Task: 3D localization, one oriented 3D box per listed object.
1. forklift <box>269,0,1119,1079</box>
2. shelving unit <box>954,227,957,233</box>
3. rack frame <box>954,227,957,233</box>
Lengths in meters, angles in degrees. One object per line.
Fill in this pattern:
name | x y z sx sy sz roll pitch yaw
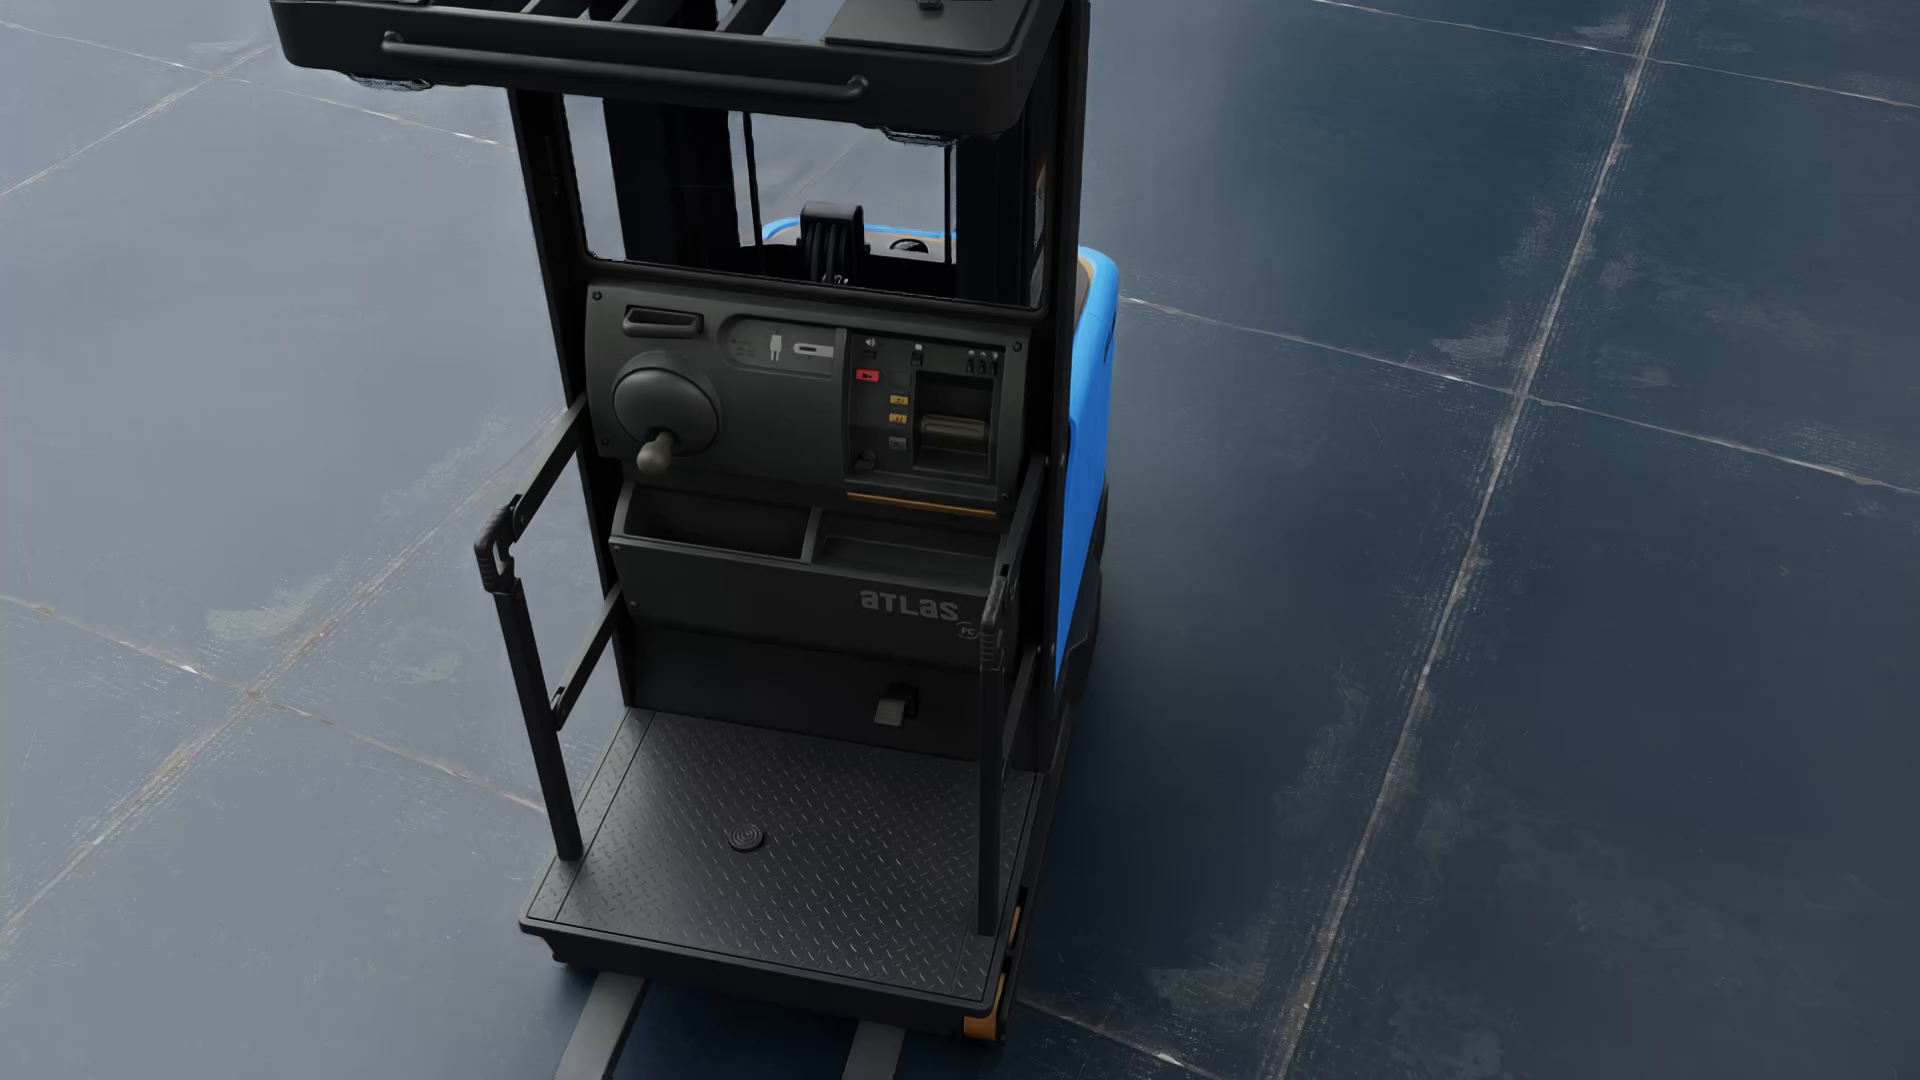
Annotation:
forklift | -0.366 -0.212 3.257 1.130 2.935 3.031 8 42 9
shelving unit | 0.063 -0.499 5.138 0.210 0.900 0.258 8 41 9
rack frame | -0.036 -0.513 5.154 0.006 0.900 0.240 8 41 9
